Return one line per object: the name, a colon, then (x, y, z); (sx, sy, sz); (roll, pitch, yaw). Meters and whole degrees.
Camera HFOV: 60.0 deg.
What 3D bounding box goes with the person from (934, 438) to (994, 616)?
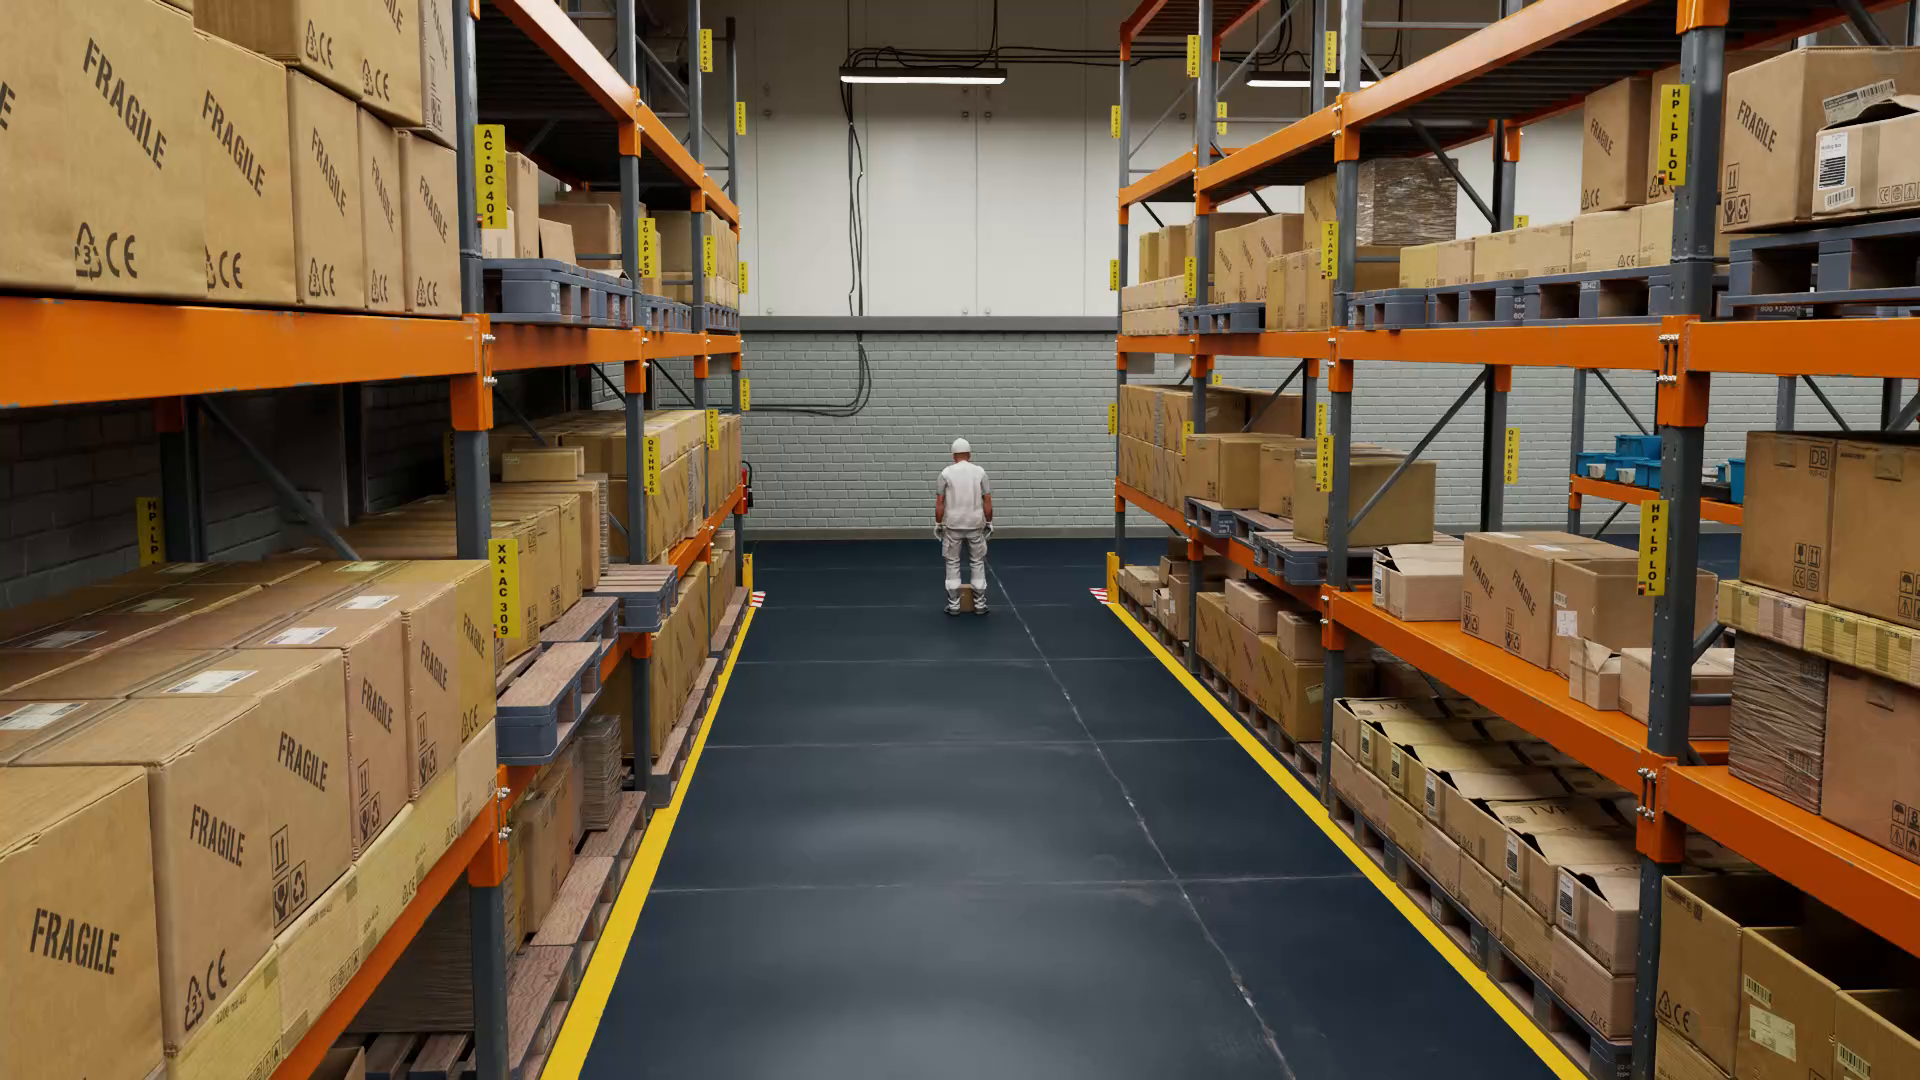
person: (0.041, -0.134, 16.808); (0.603, 1.778, 0.451); (-1, 7, -5)
